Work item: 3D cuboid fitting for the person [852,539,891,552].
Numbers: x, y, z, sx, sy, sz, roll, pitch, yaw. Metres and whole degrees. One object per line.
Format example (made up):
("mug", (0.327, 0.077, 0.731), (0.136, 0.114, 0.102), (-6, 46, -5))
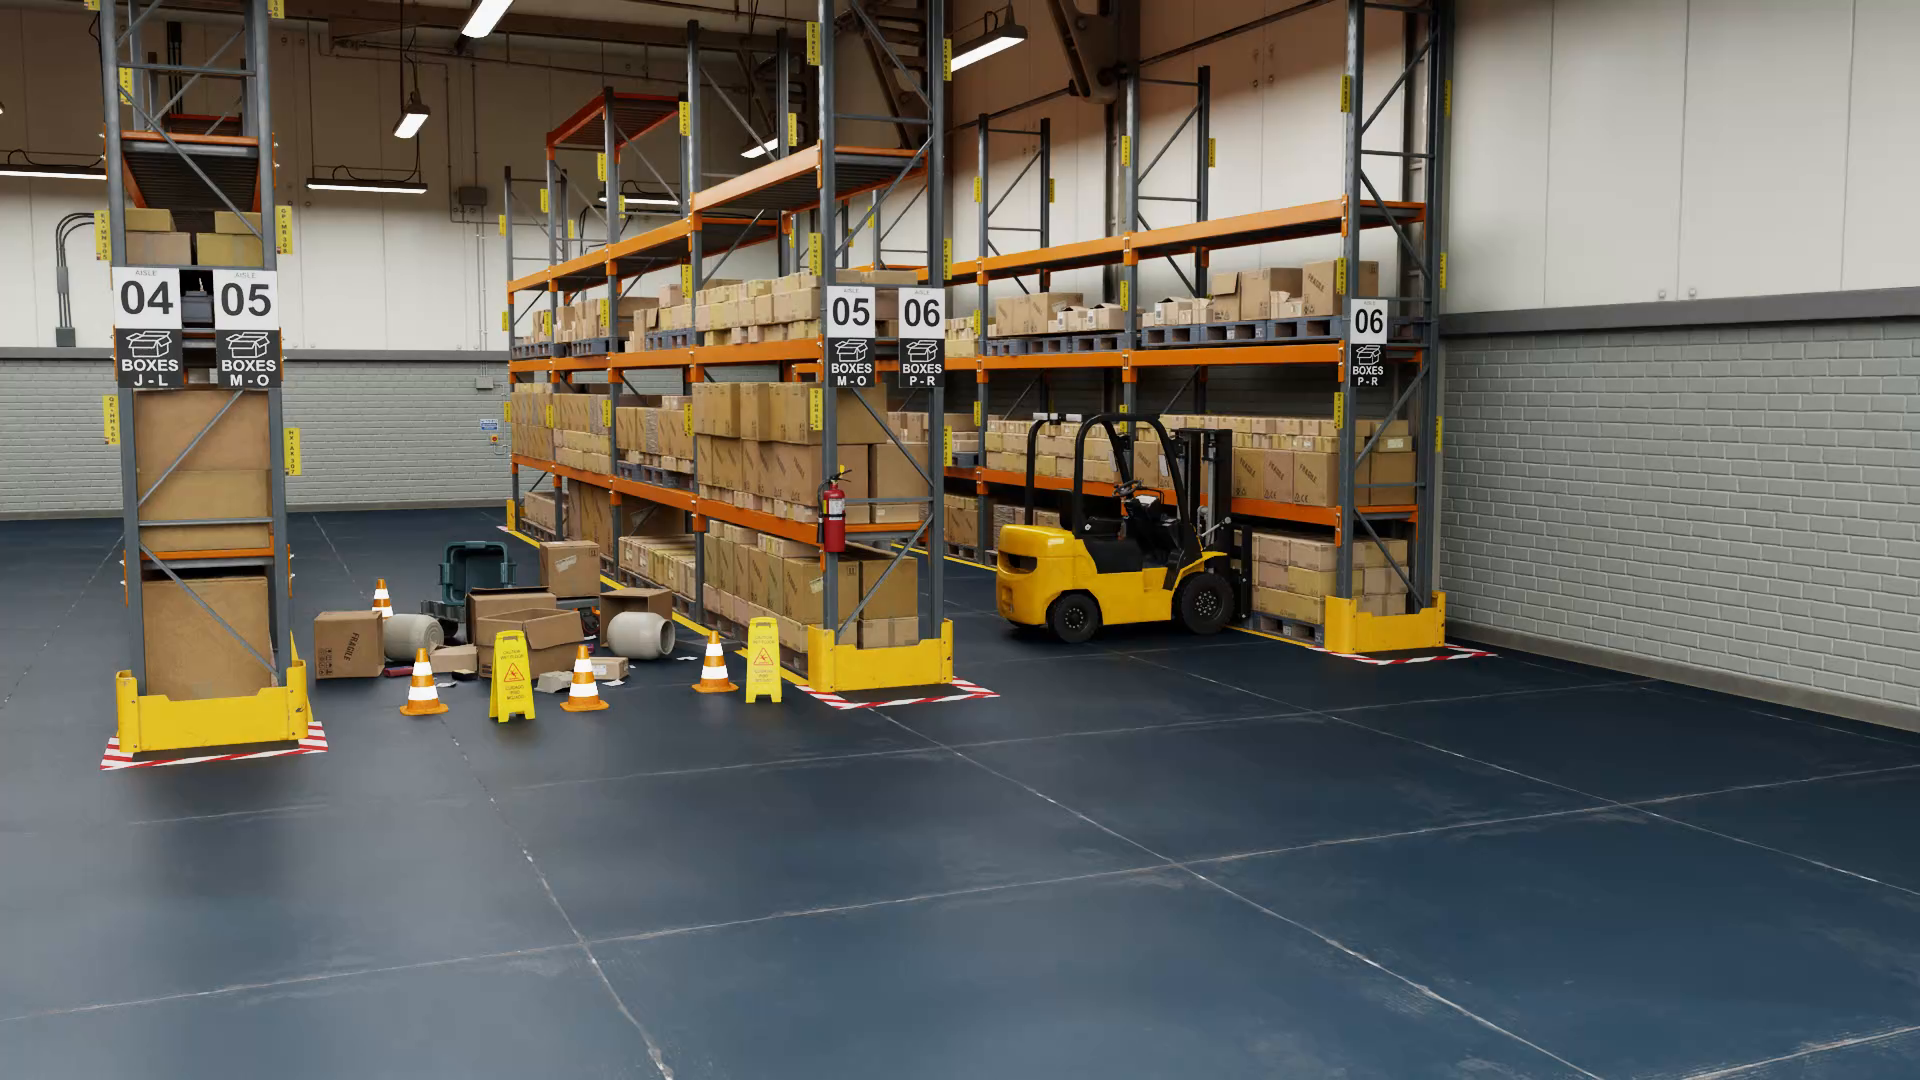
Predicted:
("person", (-0.997, -0.122, 17.938), (0.494, 1.763, 0.564), (-2, 6, -25))
